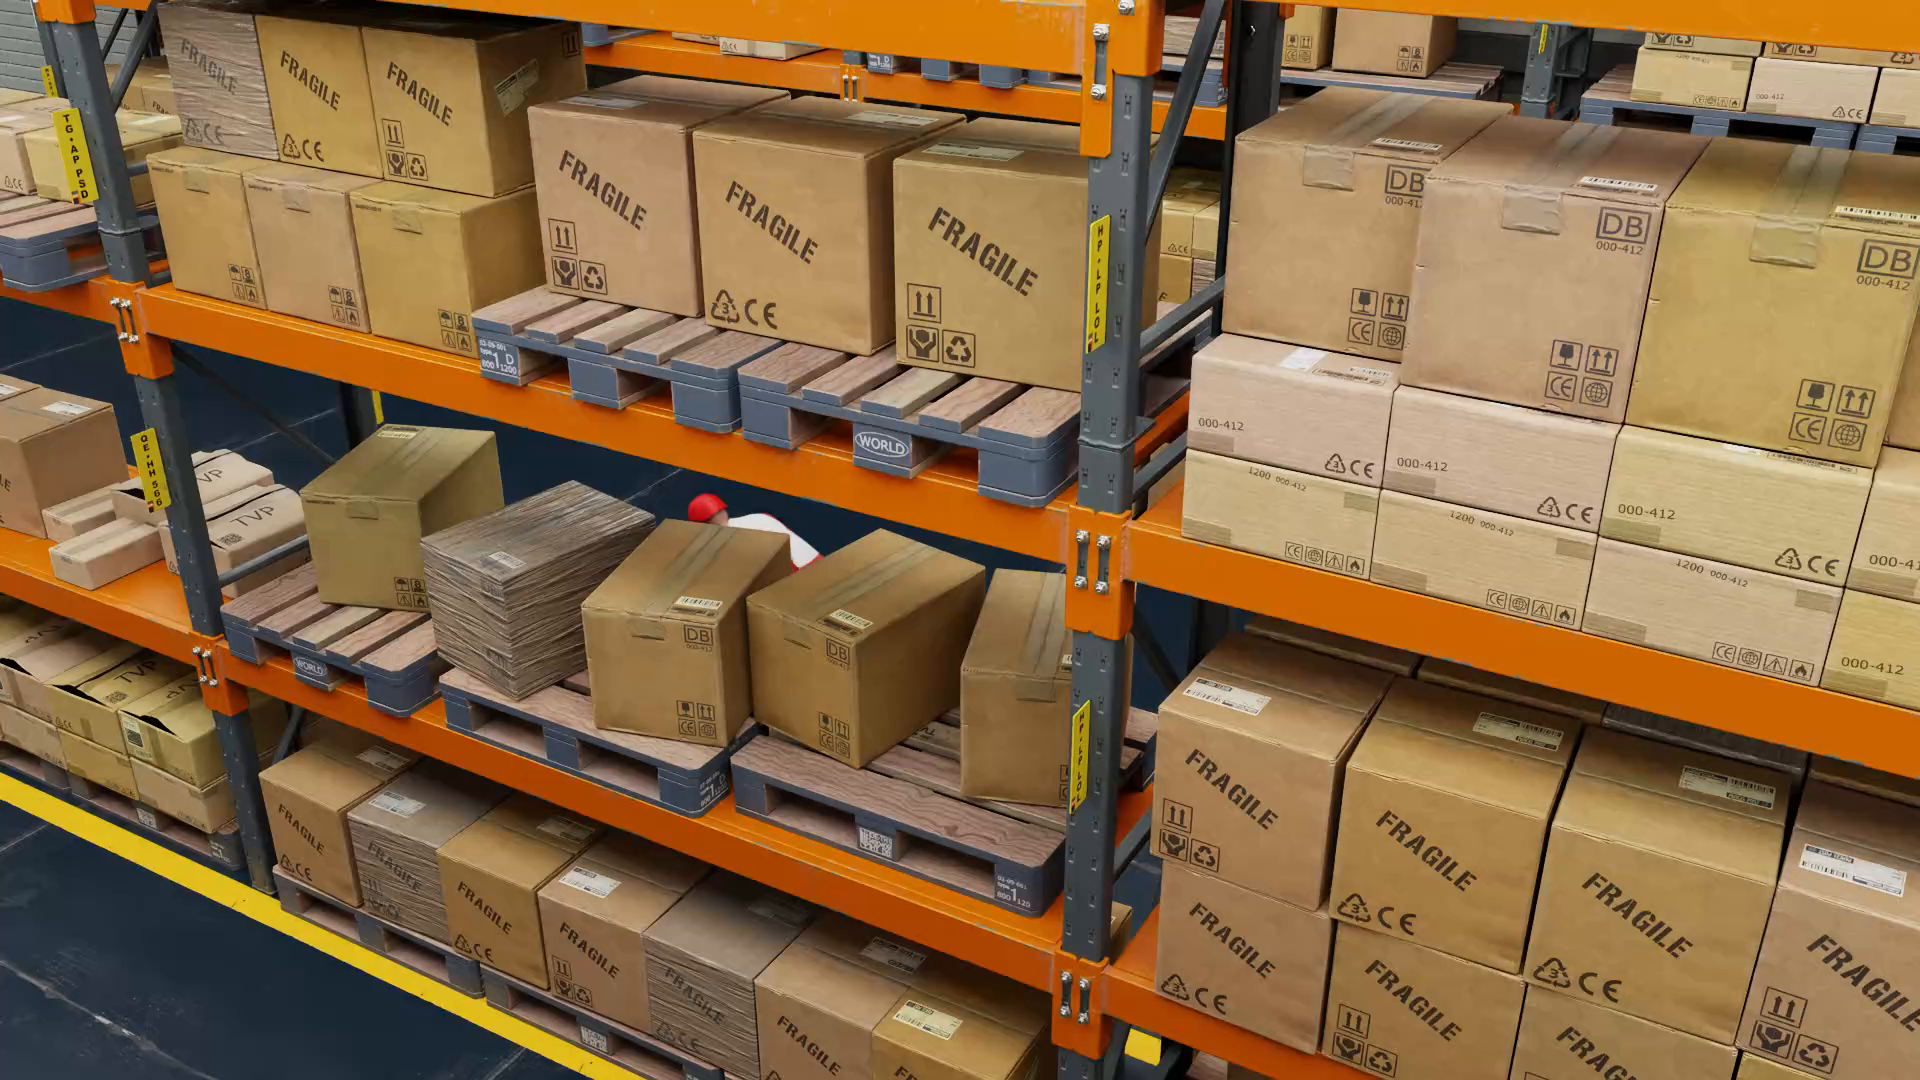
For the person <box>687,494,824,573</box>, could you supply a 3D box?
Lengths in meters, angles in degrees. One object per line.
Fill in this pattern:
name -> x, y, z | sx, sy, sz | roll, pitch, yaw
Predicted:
person -> -1.029, 0.316, 8.739 | 0.866, 1.091, 0.576 | 14, 30, 26
